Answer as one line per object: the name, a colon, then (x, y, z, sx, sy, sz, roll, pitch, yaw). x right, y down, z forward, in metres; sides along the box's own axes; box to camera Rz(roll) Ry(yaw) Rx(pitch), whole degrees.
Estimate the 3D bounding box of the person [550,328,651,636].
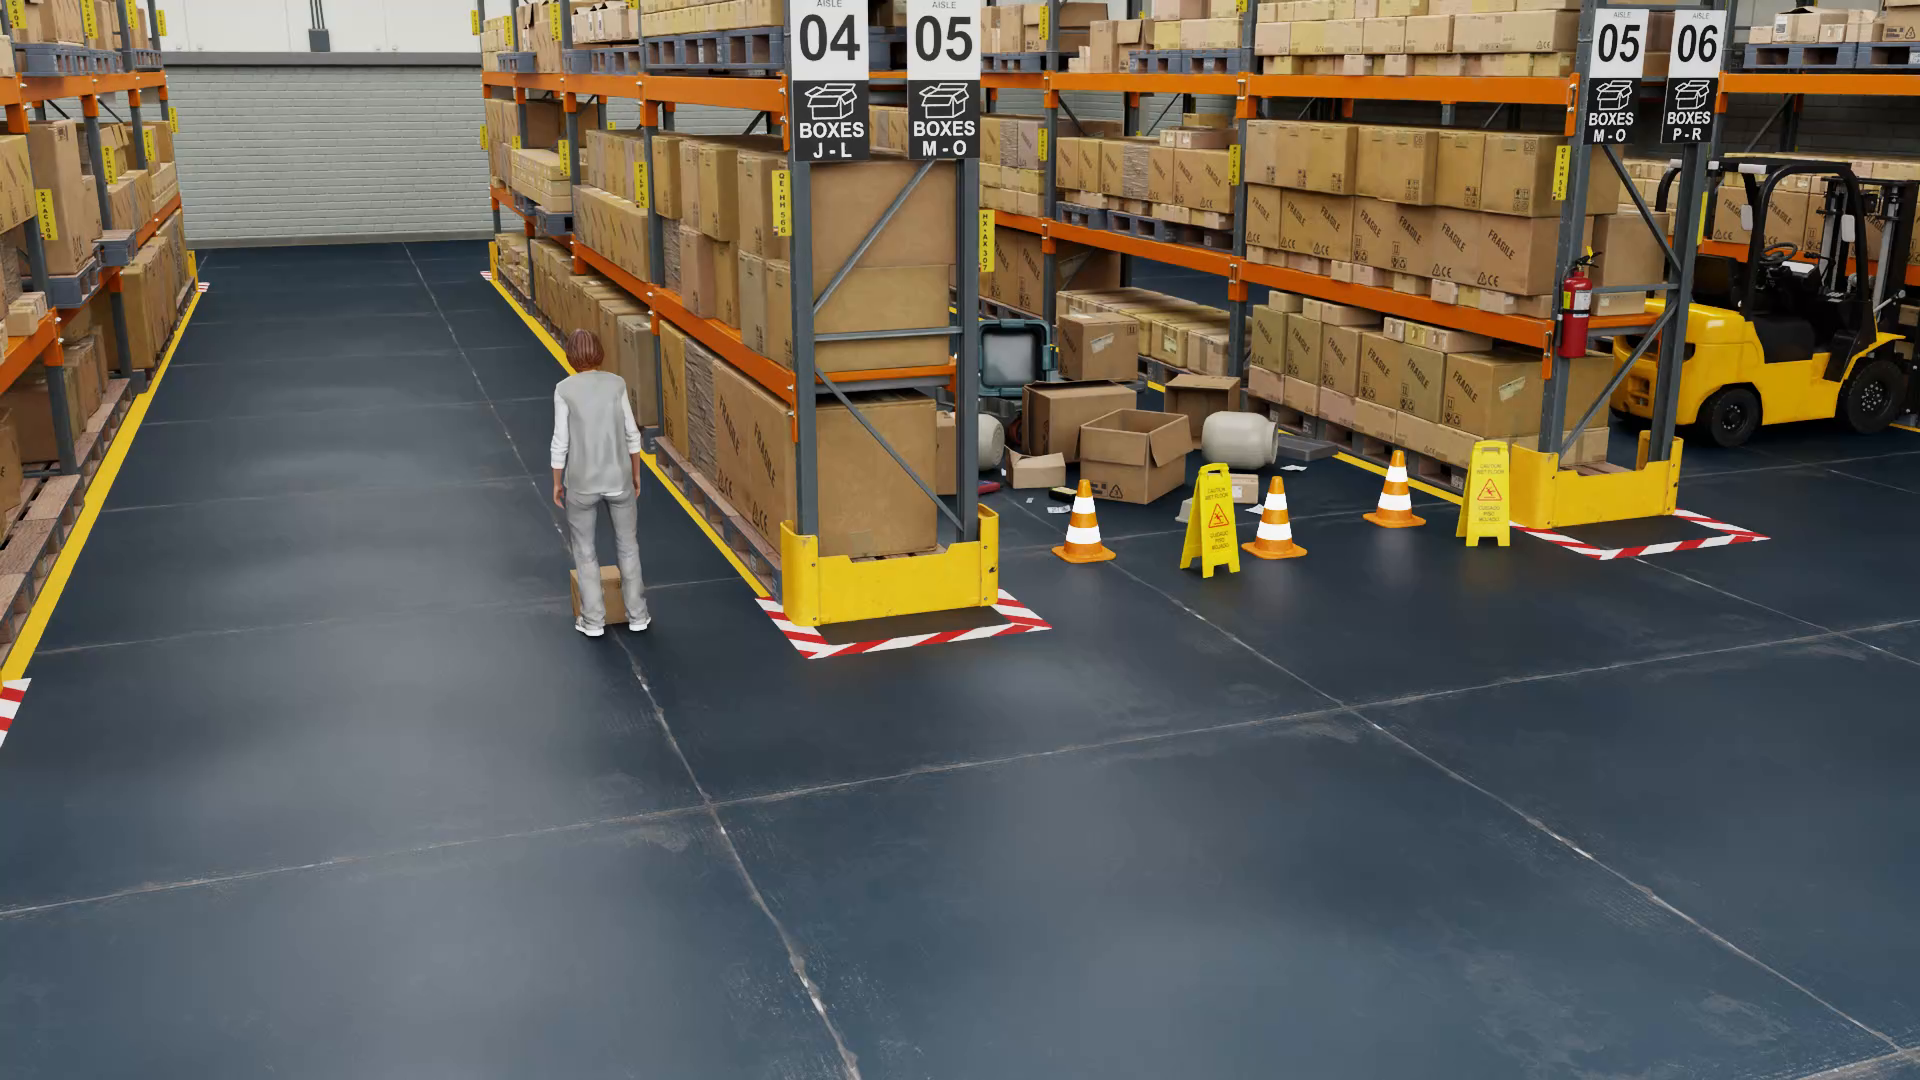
person: (-1.854, -0.285, 8.551, 0.485, 1.593, 0.344, -7, 17, -23)
